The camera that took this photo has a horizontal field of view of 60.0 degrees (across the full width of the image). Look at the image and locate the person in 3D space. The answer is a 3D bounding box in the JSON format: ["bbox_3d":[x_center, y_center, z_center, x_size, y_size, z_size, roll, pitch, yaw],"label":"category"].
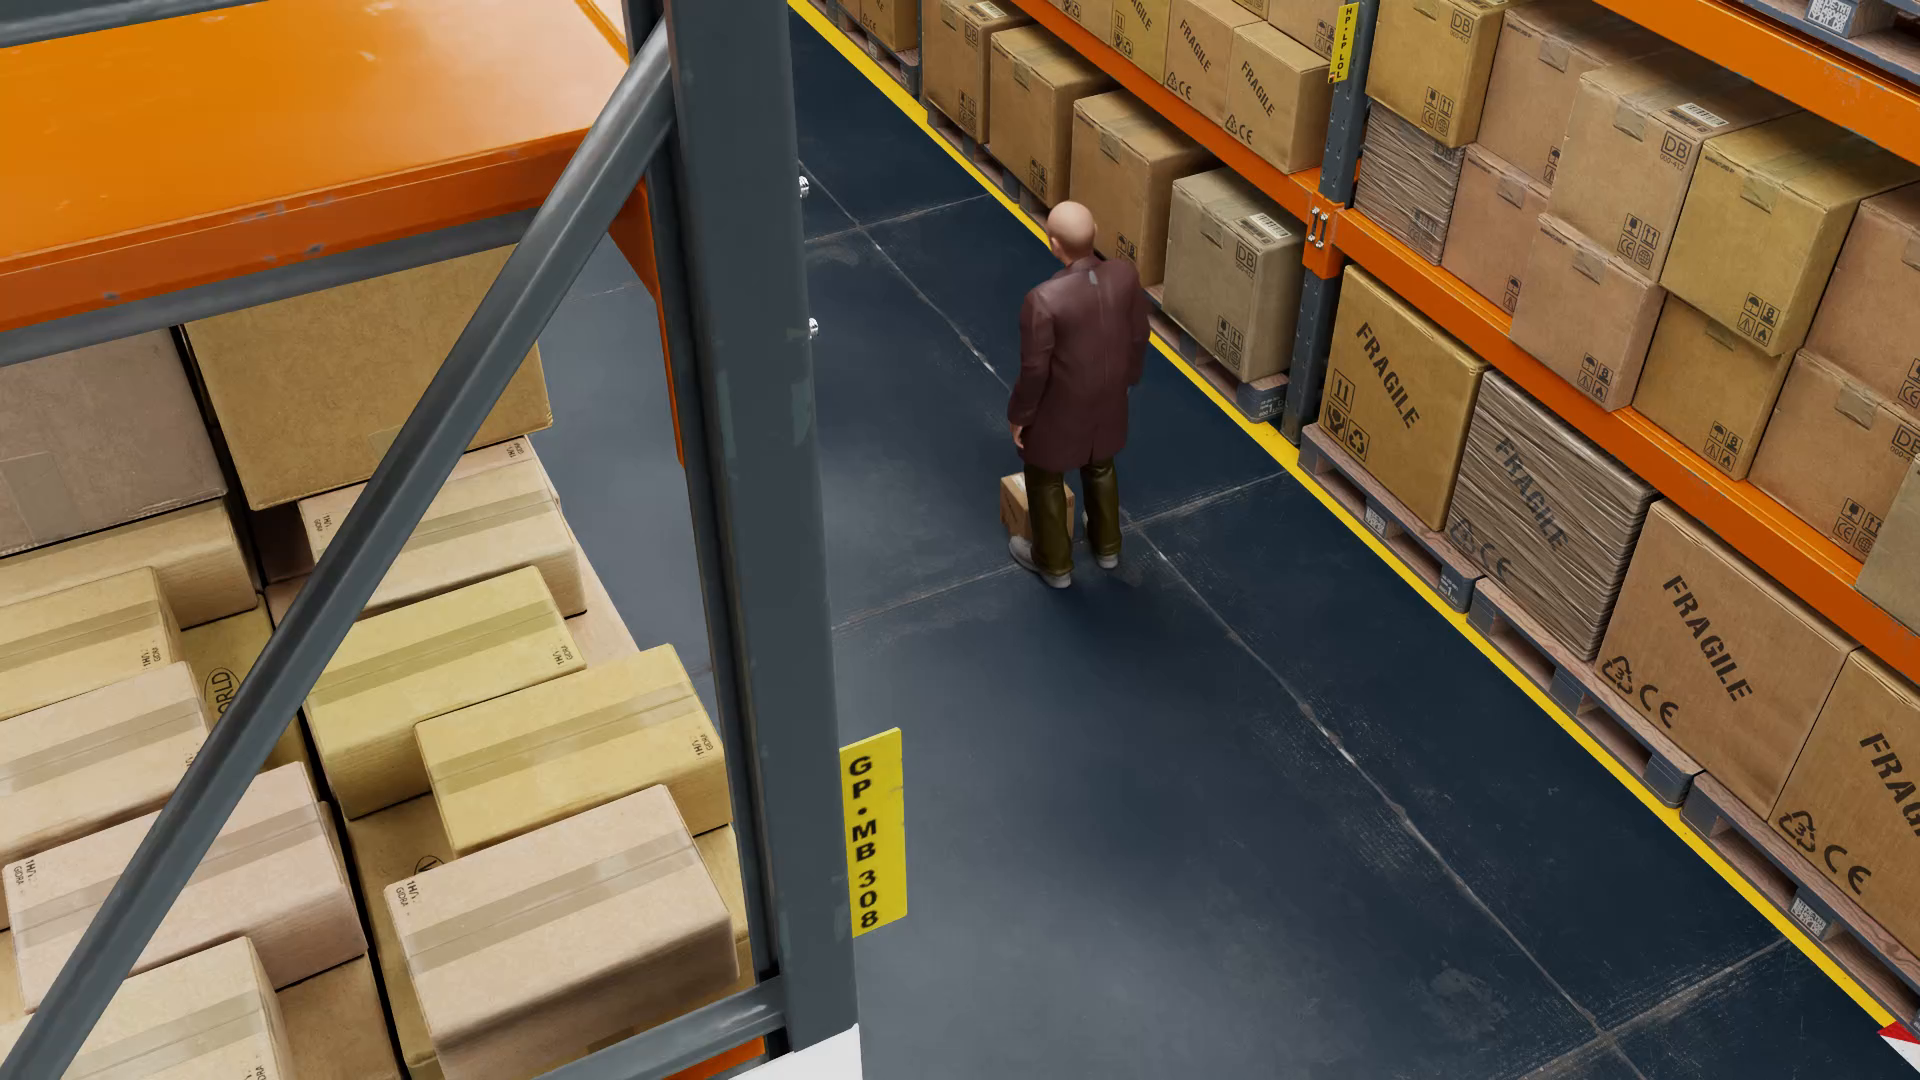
[{"bbox_3d":[0.468,-0.575,6.839,0.637,1.772,0.428,-20,45,-22],"label":"person"}]
